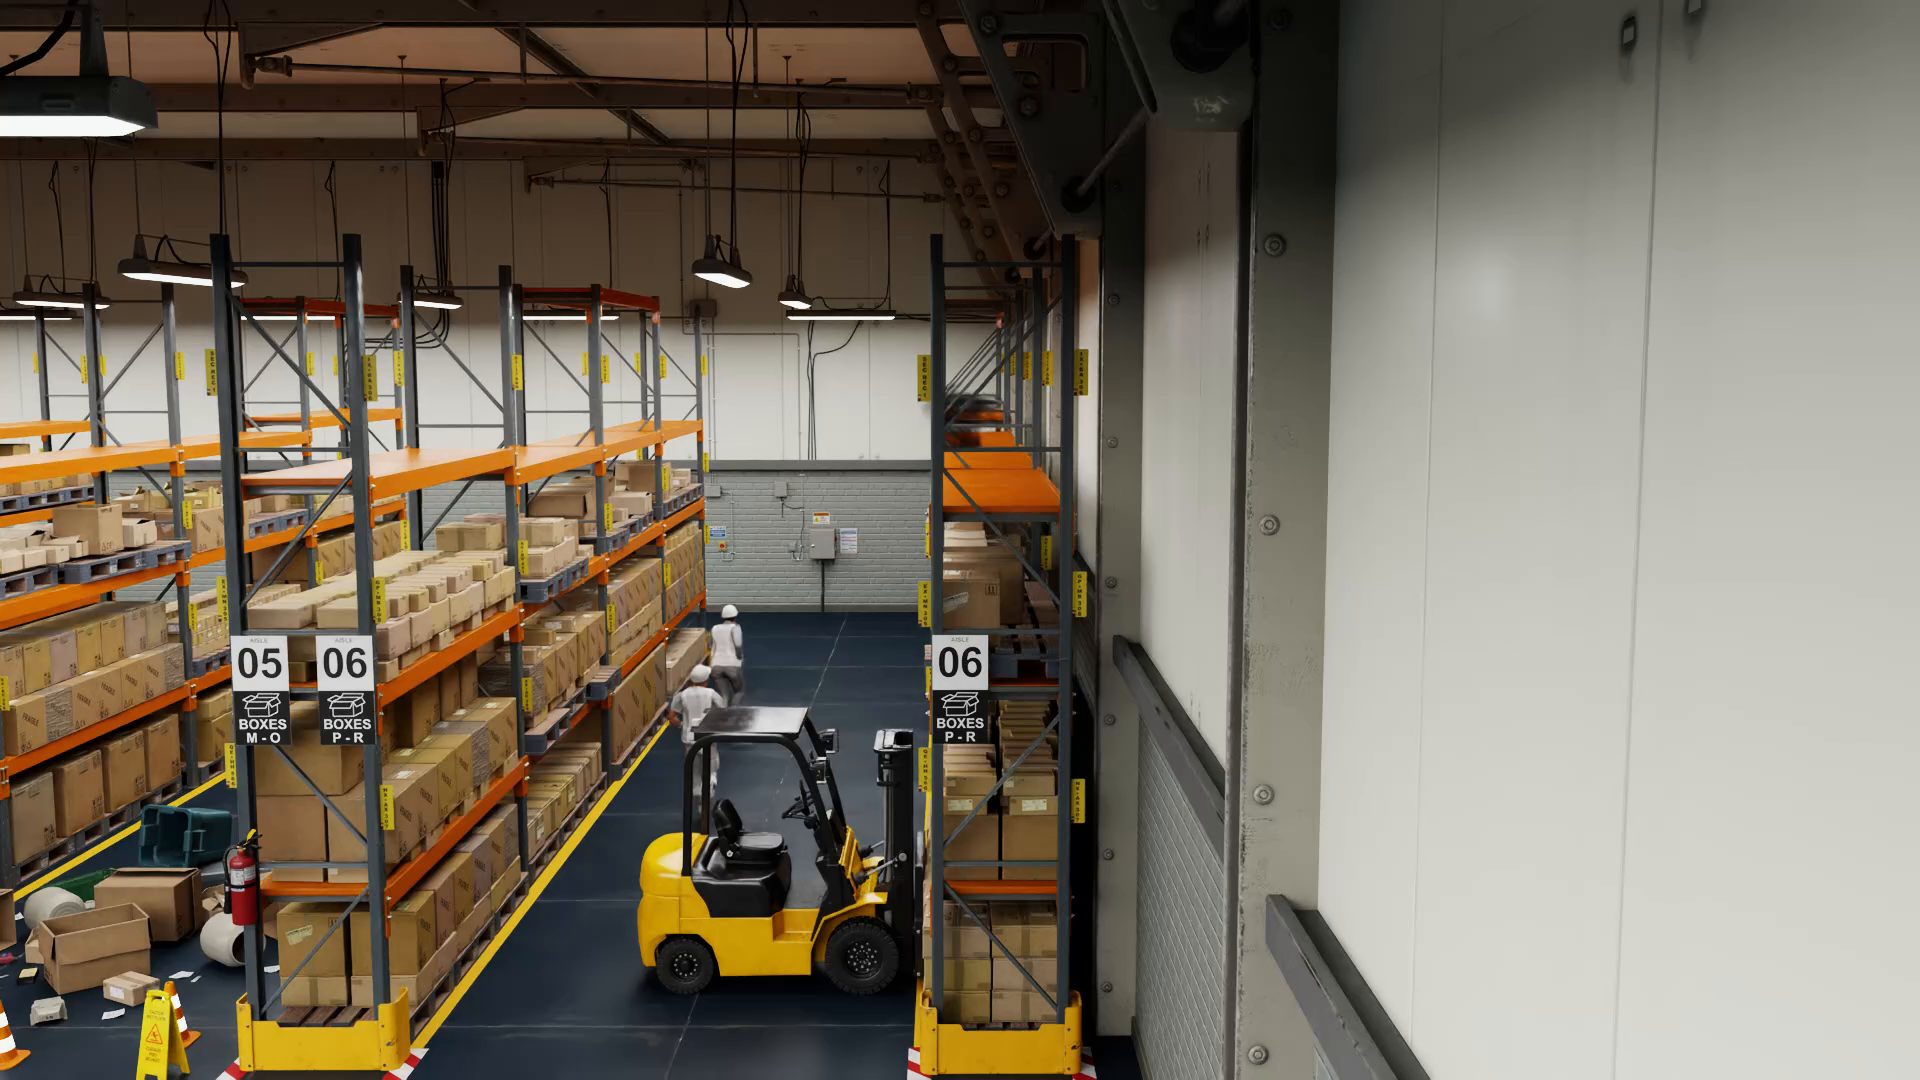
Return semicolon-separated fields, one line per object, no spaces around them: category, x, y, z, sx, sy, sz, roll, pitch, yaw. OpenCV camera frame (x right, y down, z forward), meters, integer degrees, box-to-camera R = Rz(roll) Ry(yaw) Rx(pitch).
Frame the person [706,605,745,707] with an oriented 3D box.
person;-3.273;1.797;22.947;0.630;1.749;0.823;2;7;15

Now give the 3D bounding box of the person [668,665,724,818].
person;-2.912;2.266;18.493;0.656;1.761;0.684;0;6;3
